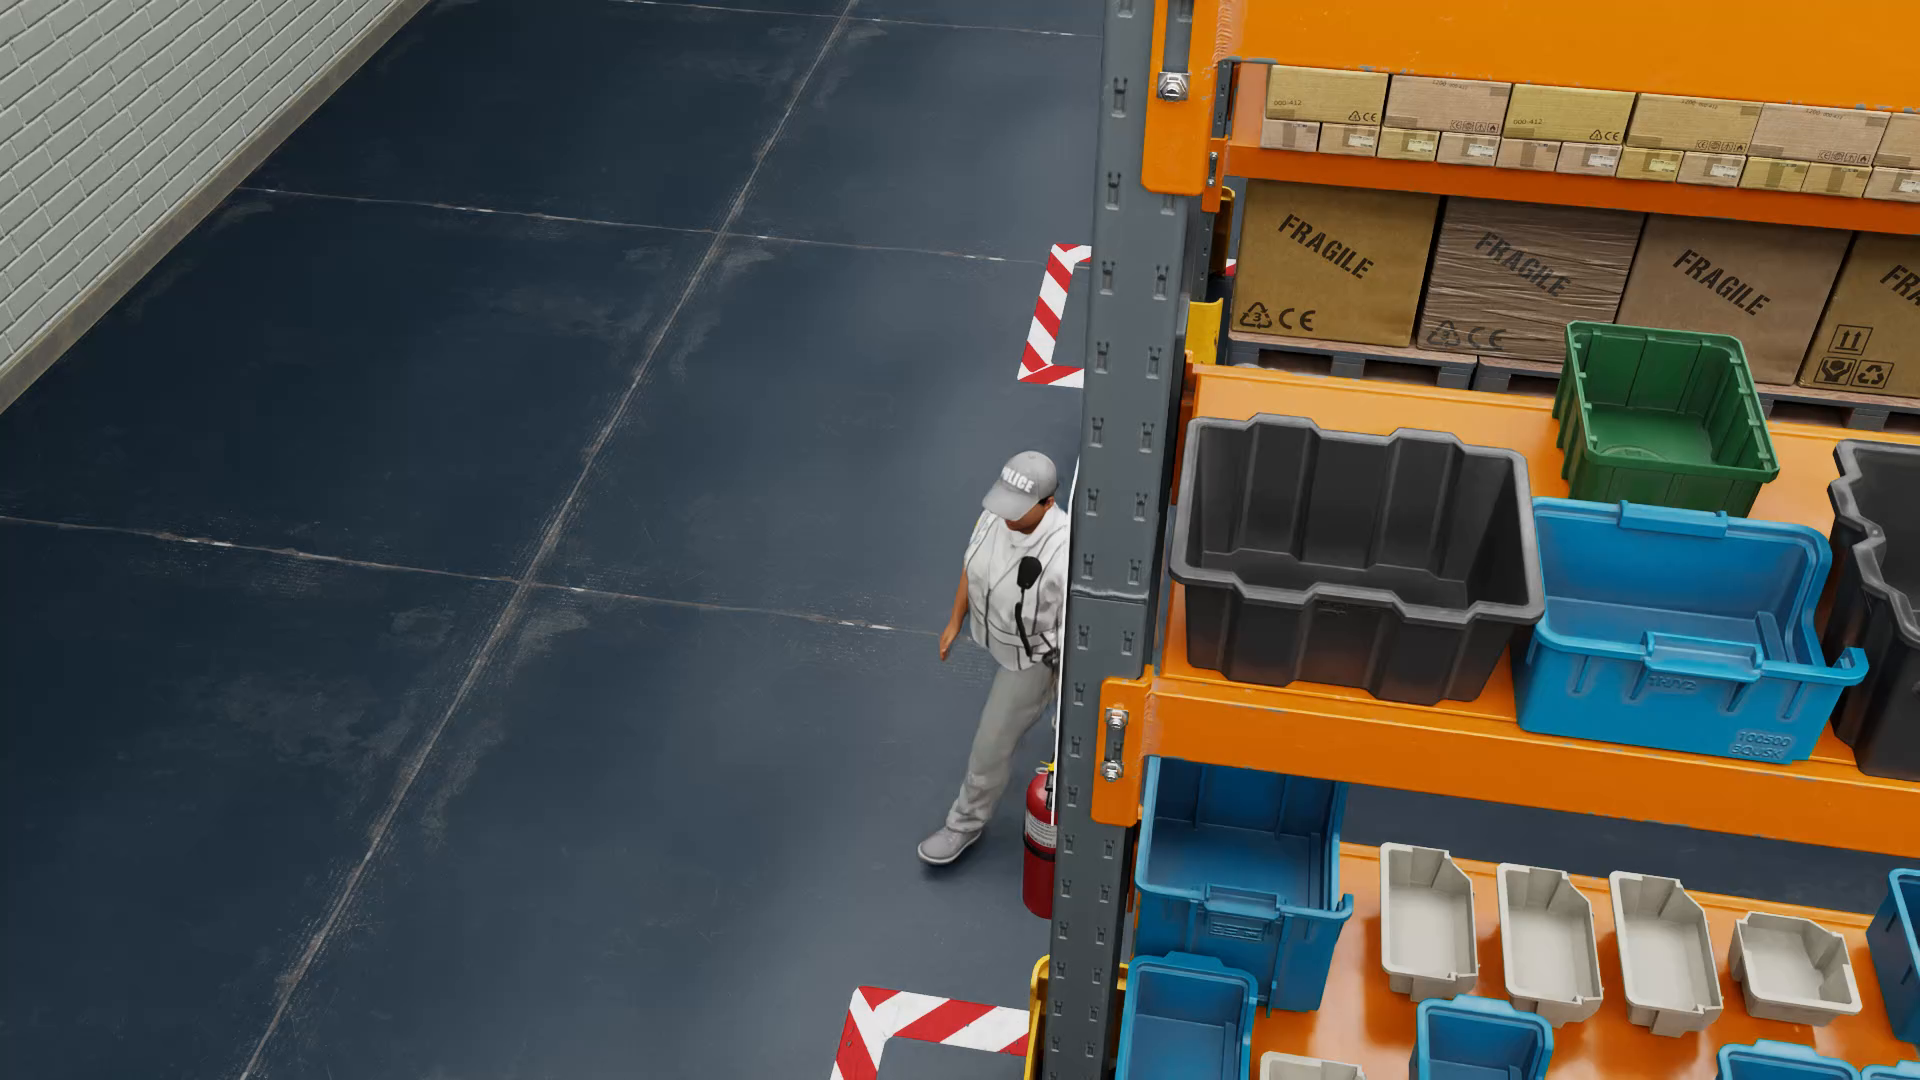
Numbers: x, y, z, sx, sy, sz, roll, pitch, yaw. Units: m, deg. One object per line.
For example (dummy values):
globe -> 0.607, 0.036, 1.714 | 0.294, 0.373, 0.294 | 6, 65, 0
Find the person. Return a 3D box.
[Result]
person -> 0.227, 0.330, 5.785 | 1.065, 1.611, 0.481 | -25, 47, -26
